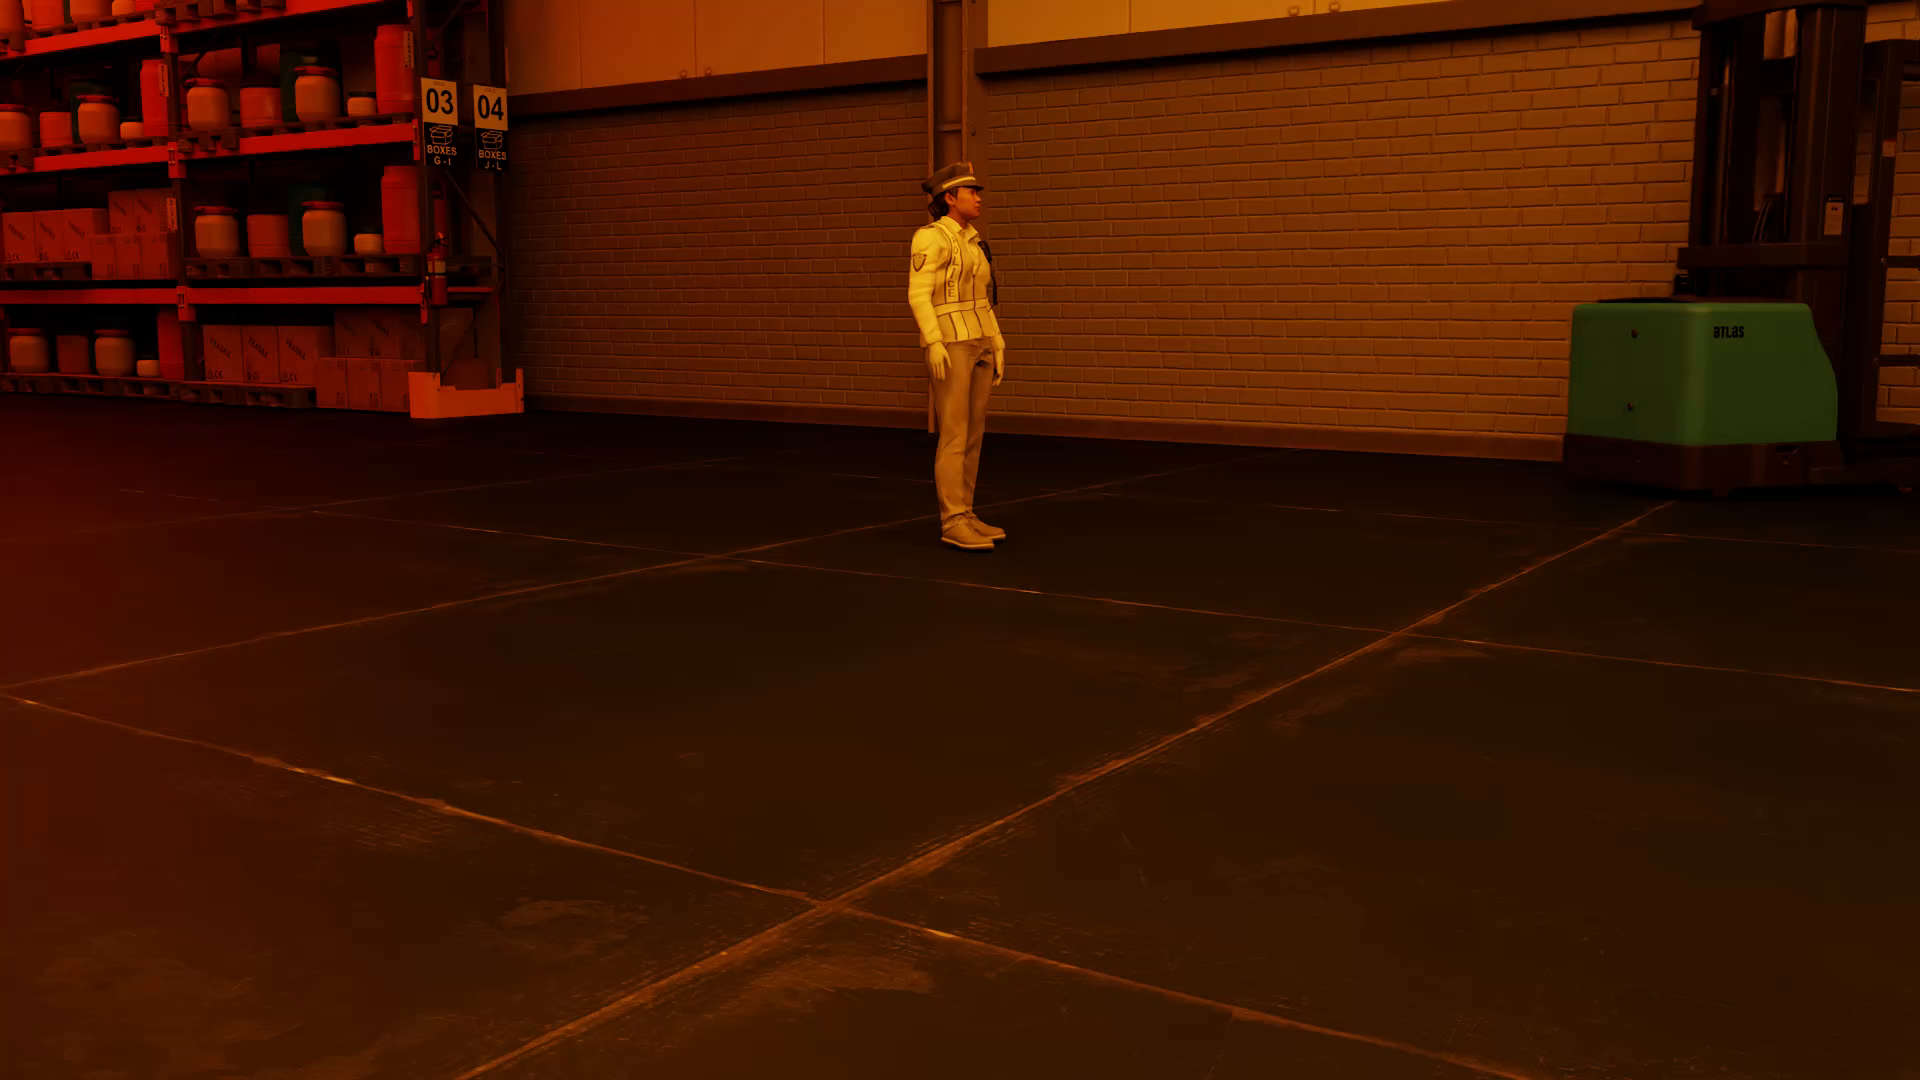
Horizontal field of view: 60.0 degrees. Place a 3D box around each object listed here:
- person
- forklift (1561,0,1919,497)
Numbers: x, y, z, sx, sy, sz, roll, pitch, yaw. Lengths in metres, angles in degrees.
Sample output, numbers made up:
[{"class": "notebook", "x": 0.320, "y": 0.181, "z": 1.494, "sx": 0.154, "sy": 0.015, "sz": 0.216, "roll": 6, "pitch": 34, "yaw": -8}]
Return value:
[{"class": "person", "x": 0.053, "y": -0.840, "z": 7.439, "sx": 0.530, "sy": 1.694, "sz": 0.587, "roll": 5, "pitch": 10, "yaw": 34}, {"class": "forklift", "x": 5.144, "y": -1.790, "z": 9.782, "sx": 3.031, "sy": 2.935, "sz": 1.130, "roll": -3, "pitch": 9, "yaw": -21}]
